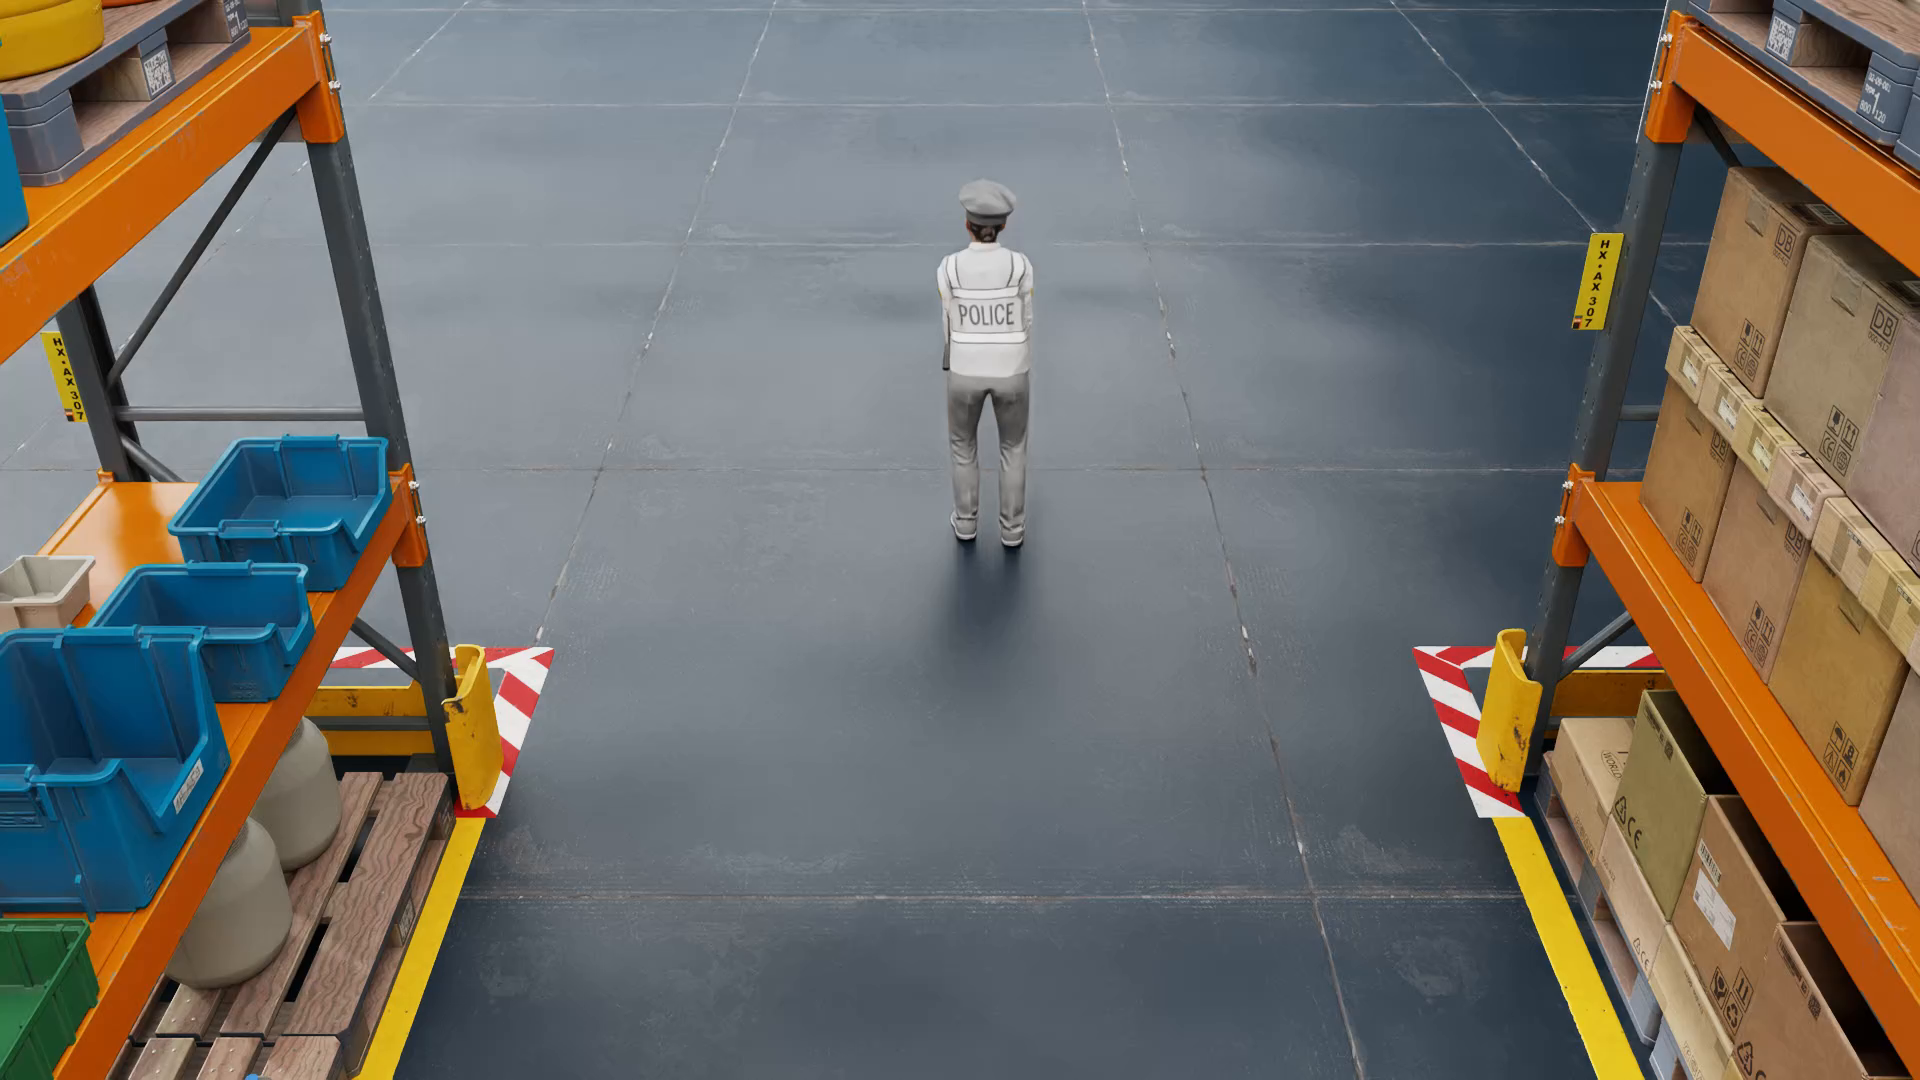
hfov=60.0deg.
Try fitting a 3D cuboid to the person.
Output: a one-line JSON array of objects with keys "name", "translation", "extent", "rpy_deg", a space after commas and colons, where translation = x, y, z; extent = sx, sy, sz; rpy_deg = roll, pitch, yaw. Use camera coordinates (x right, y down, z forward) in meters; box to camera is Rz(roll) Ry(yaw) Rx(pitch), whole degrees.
[{"name": "person", "translation": [0.112, -0.766, 7.388], "extent": [0.421, 1.659, 0.535], "rpy_deg": [-1, 32, -1]}]
